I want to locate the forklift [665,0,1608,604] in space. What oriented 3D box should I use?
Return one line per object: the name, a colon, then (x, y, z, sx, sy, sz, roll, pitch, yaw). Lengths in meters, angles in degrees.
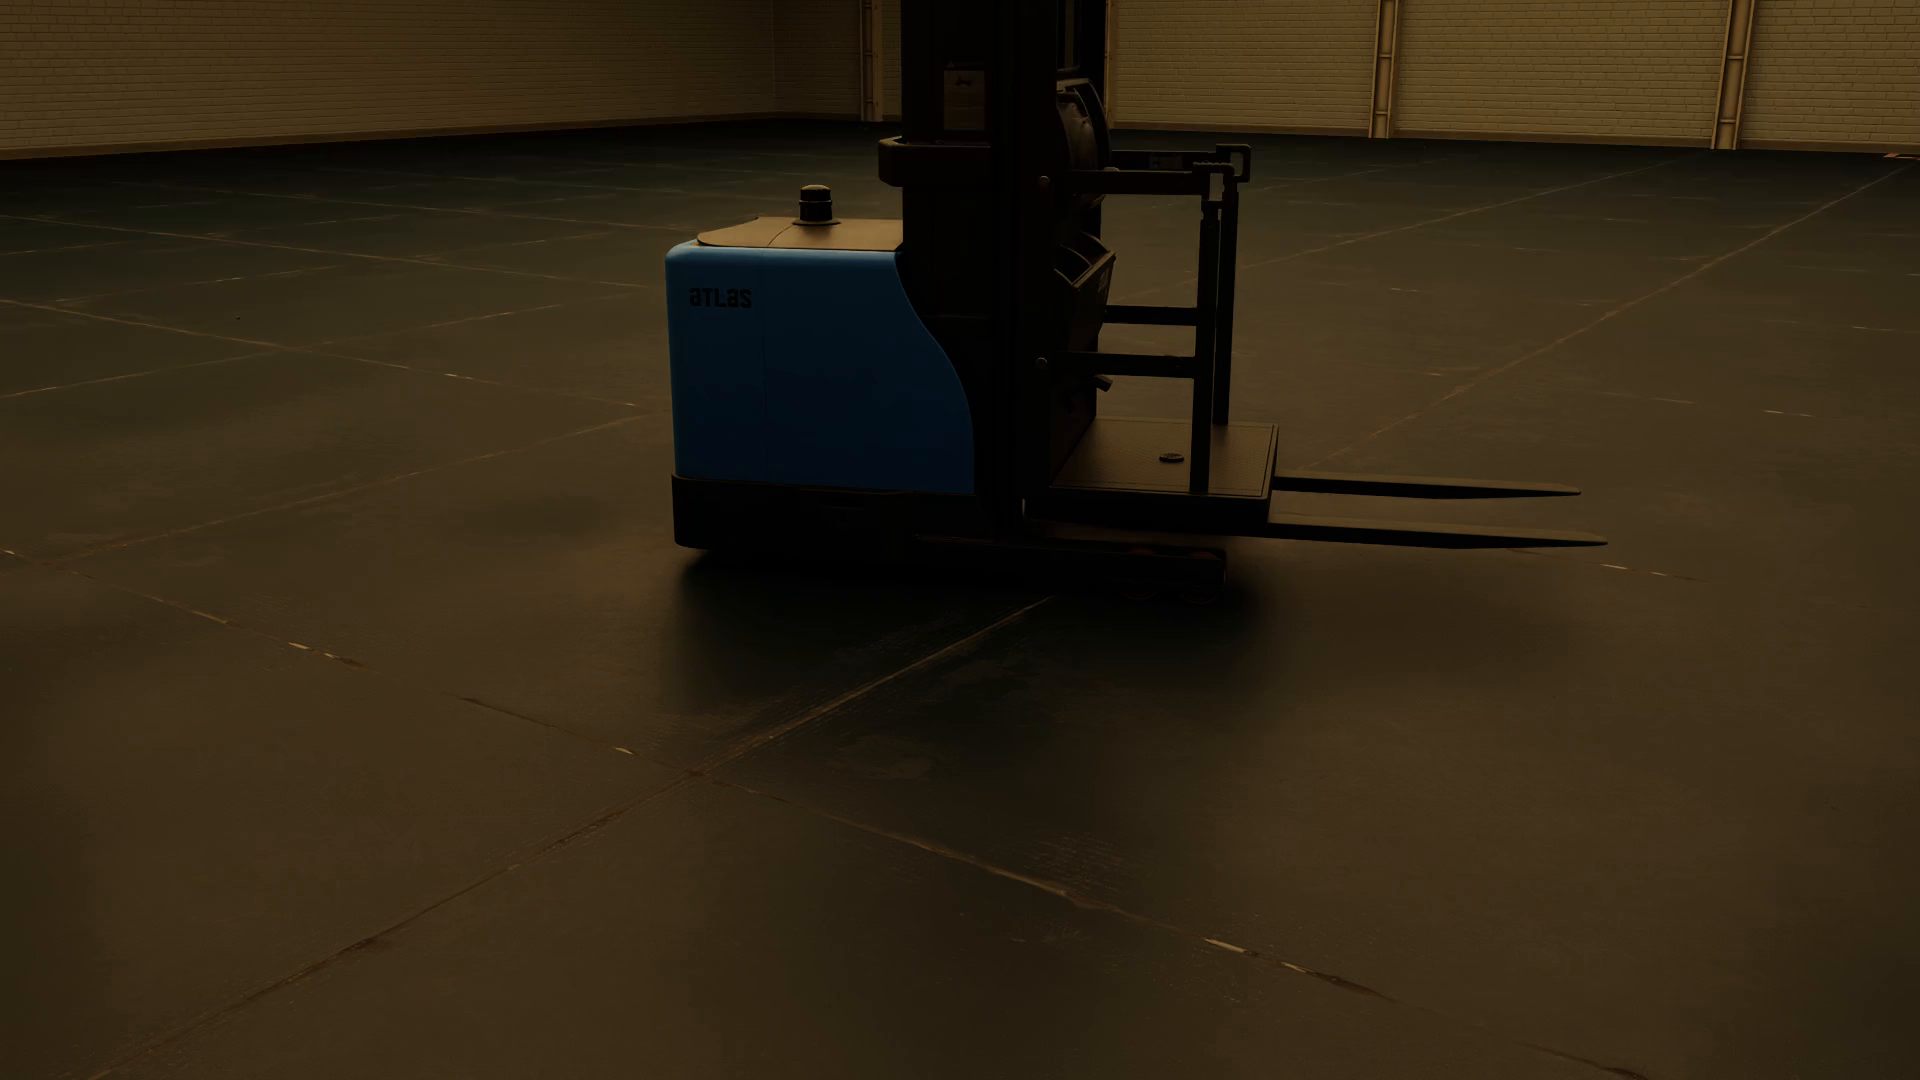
forklift: (0.595, -1.367, 5.404, 3.031, 2.935, 1.130, 4, 17, 12)
